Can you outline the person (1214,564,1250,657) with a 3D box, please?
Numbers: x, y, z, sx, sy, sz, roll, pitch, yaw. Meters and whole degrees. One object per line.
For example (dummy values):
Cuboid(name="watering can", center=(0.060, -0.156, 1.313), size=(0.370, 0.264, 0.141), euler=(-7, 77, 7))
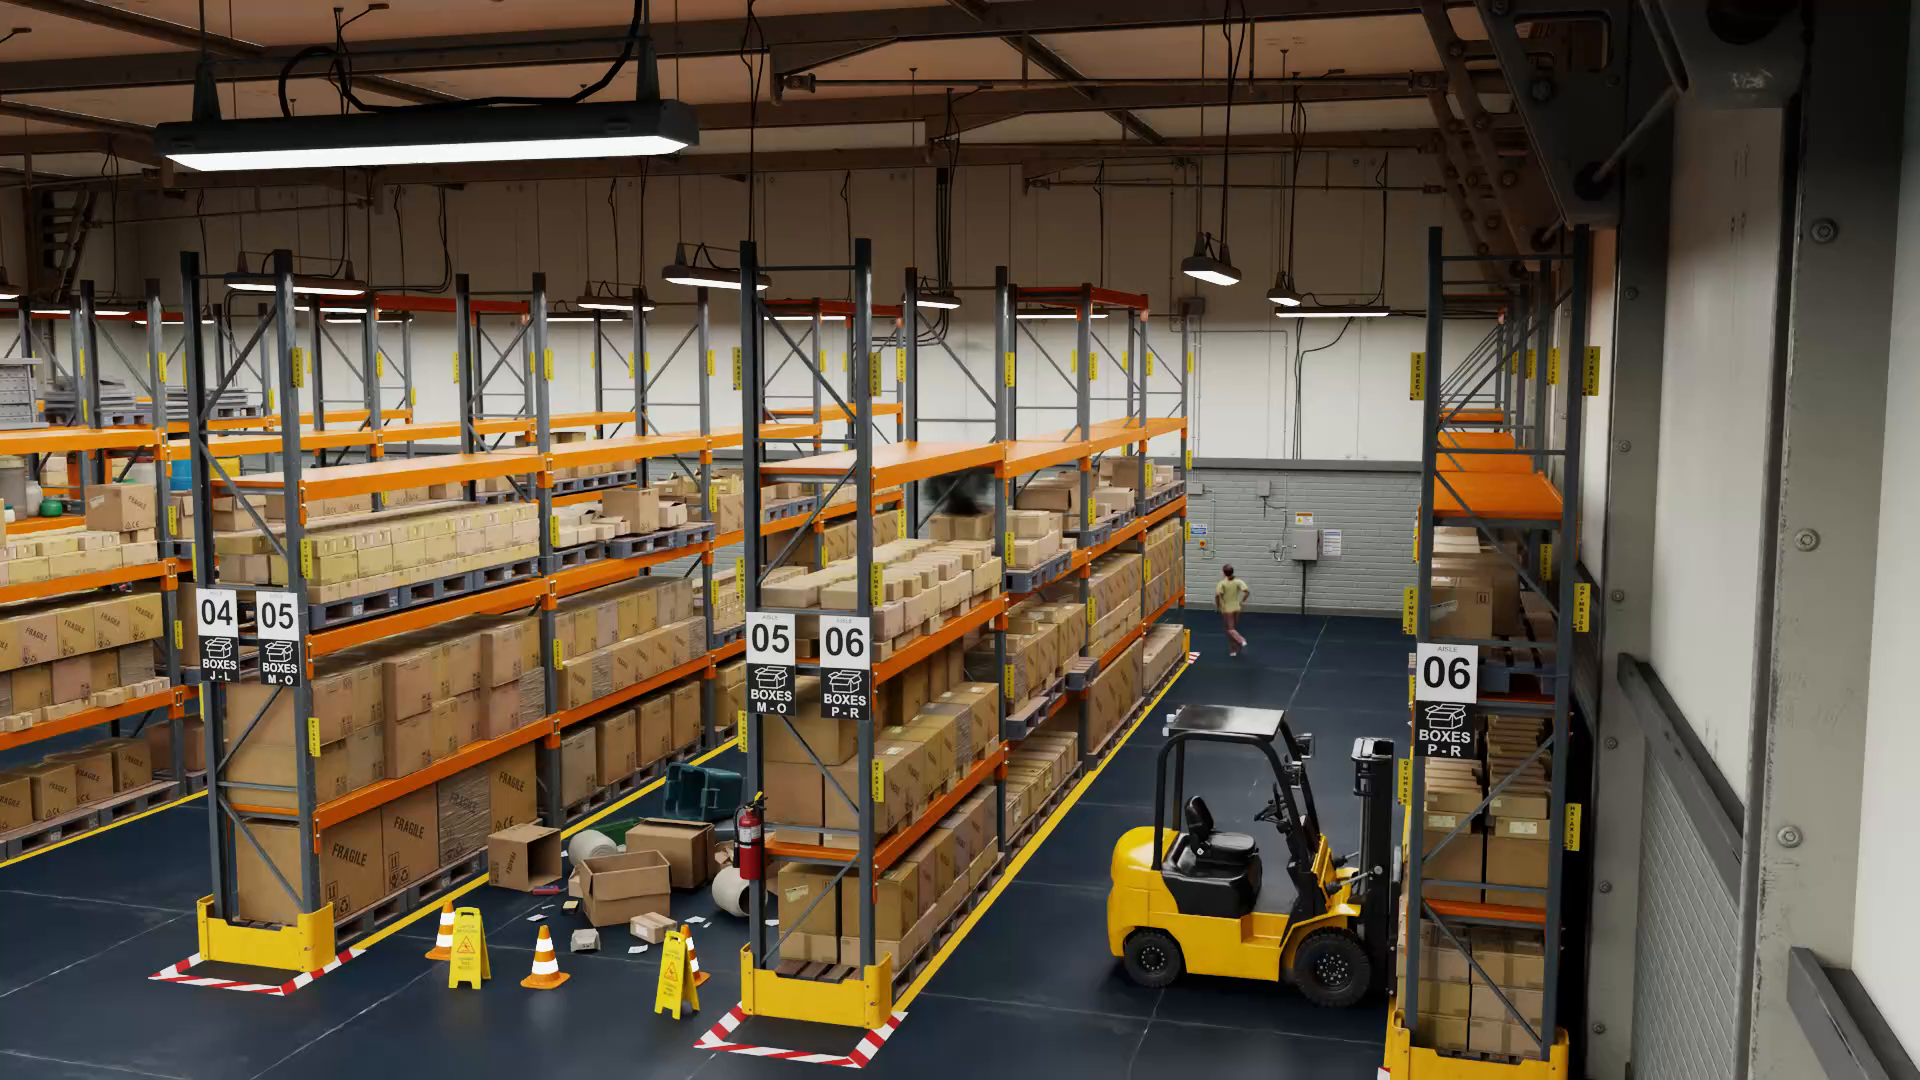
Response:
Cuboid(name="person", center=(4.585, 1.224, 28.152), size=(0.640, 1.638, 0.748), euler=(-2, 7, -19))
